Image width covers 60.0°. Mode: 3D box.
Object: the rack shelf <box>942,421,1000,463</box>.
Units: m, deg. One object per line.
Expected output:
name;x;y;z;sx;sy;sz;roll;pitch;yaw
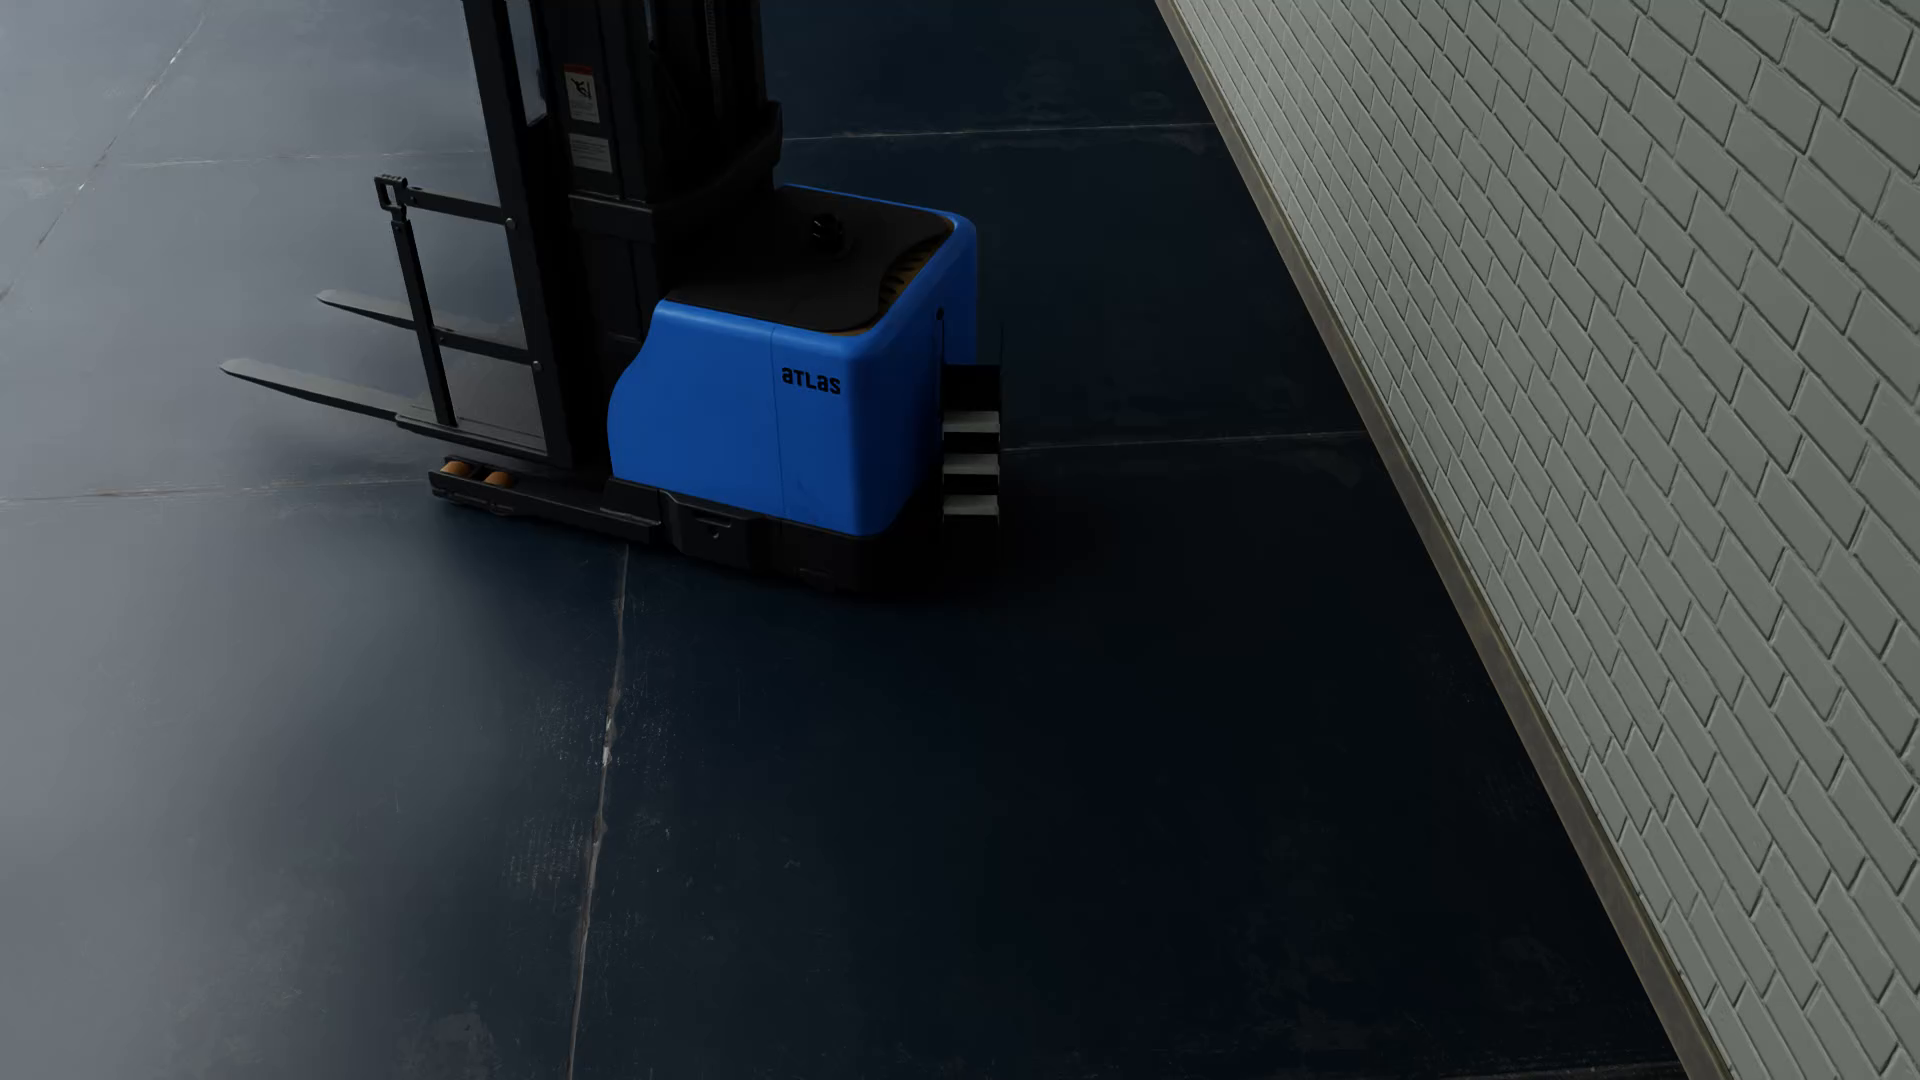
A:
rack shelf;0.042;-0.377;5.909;0.200;0.077;0.258;1;38;1

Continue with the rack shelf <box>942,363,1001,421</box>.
rack shelf;0.042;-0.518;5.798;0.200;0.077;0.258;1;38;1

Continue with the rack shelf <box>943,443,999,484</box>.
rack shelf;0.042;-0.307;5.965;0.200;0.077;0.258;1;38;1

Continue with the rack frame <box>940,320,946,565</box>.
rack frame;-0.060;-0.334;5.947;0.006;0.900;0.240;1;38;1

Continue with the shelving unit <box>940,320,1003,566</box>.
shelving unit;0.042;-0.333;5.945;0.210;0.900;0.258;1;38;1

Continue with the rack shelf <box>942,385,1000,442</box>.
rack shelf;0.042;-0.448;5.854;0.200;0.077;0.258;1;38;1

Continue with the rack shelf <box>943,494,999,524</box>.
rack shelf;0.042;-0.165;6.077;0.200;0.077;0.258;1;38;1

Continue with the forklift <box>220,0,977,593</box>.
forklift;-1.494;-1.533;5.827;3.031;2.935;1.130;14;40;17

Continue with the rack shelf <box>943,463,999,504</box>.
rack shelf;0.042;-0.236;6.021;0.200;0.077;0.258;1;38;1

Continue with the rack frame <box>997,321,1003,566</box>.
rack frame;0.143;-0.331;5.943;0.006;0.900;0.240;1;38;1
